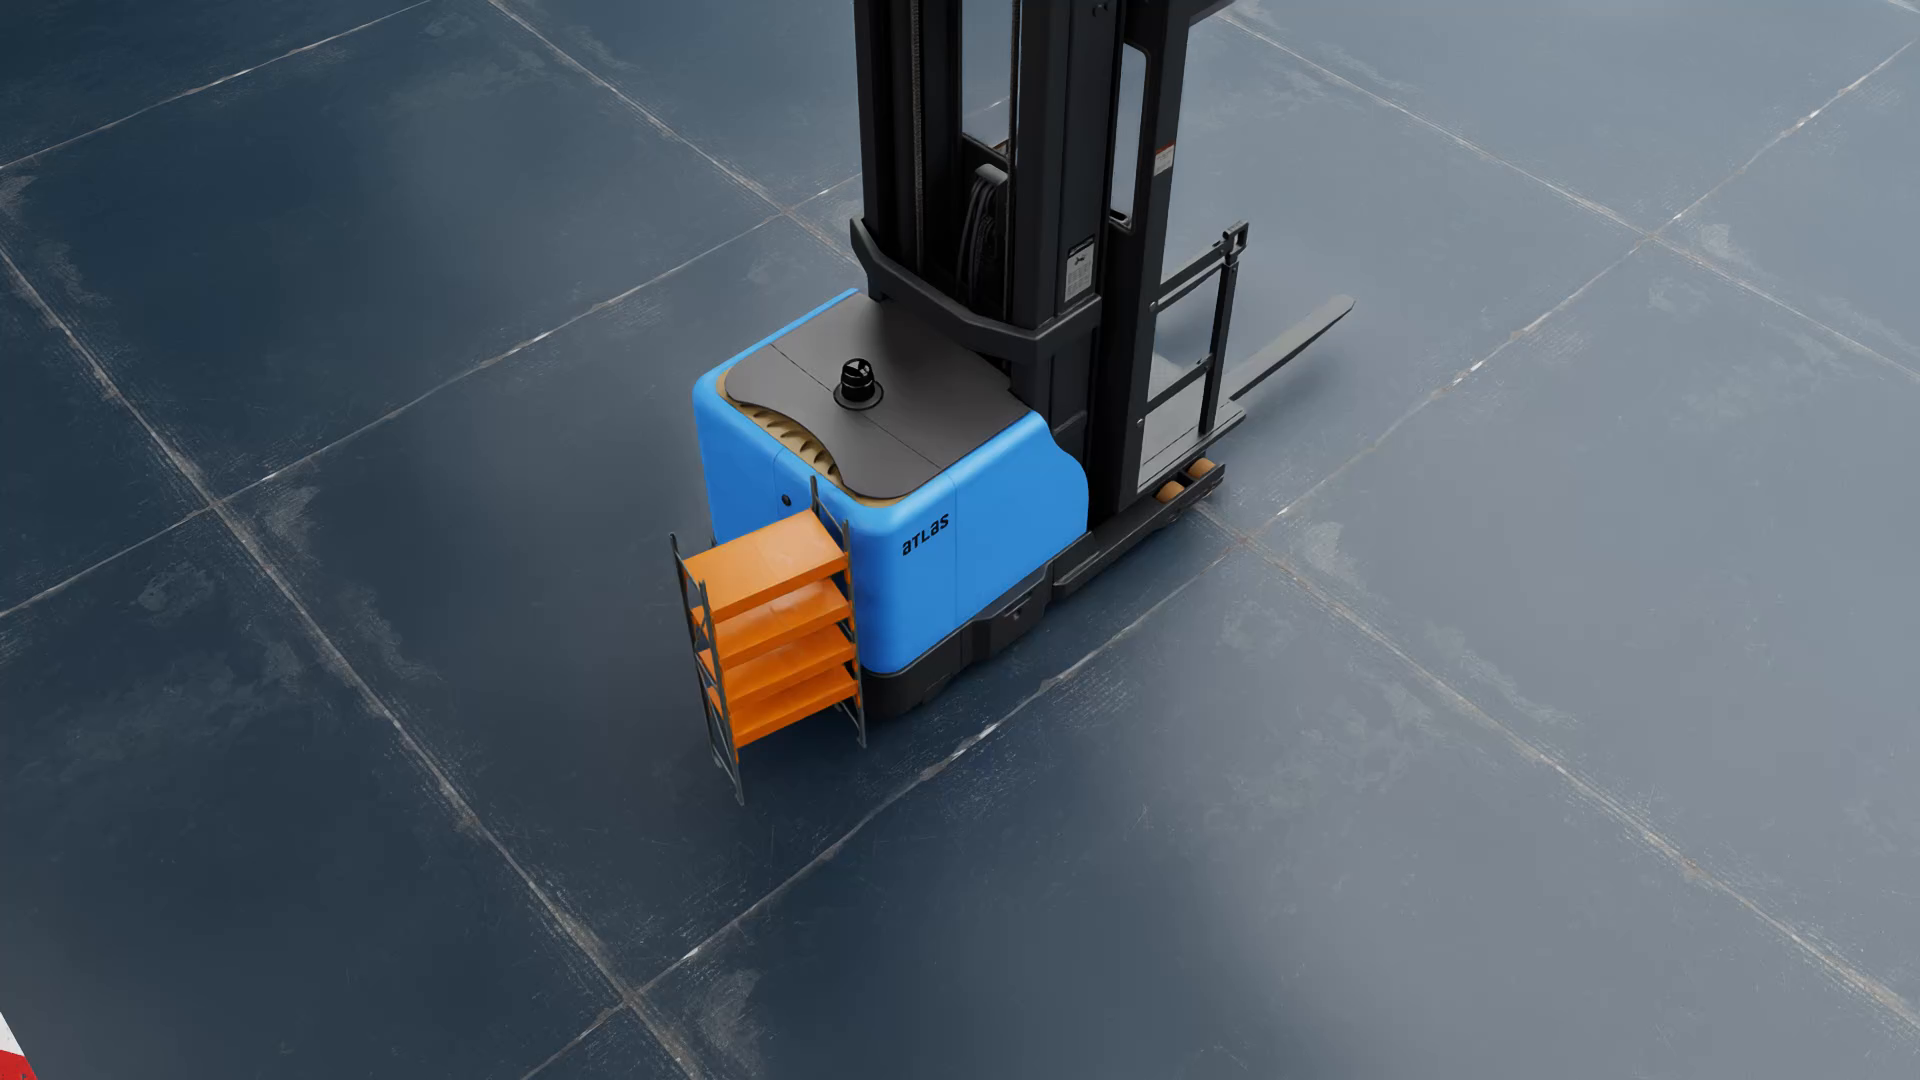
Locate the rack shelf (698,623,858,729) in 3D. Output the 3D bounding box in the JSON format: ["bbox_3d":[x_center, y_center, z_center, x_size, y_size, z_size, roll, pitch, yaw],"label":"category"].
[{"bbox_3d":[-0.620,0.412,5.643,0.480,0.148,0.258,-24,52,-20],"label":"rack shelf"}]

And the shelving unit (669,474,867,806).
[{"bbox_3d":[-0.620,0.367,5.593,0.503,1.200,0.258,-24,52,-20],"label":"shelving unit"}]

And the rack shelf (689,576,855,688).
[{"bbox_3d":[-0.621,0.261,5.478,0.480,0.148,0.258,-24,52,-20],"label":"rack shelf"}]

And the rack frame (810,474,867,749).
[{"bbox_3d":[-0.410,0.275,5.676,0.015,1.200,0.240,-24,52,-20],"label":"rack frame"}]

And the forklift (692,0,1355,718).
[{"bbox_3d":[0.452,-1.316,5.970,3.031,2.935,1.130,-36,57,-28],"label":"forklift"}]

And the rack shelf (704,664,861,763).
[{"bbox_3d":[-0.619,0.546,5.789,0.480,0.148,0.258,-24,52,-20],"label":"rack shelf"}]

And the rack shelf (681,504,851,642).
[{"bbox_3d":[-0.622,0.101,5.304,0.480,0.148,0.258,-24,52,-20],"label":"rack shelf"}]

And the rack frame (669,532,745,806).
[{"bbox_3d":[-0.831,0.458,5.511,0.015,1.200,0.240,-24,52,-20],"label":"rack frame"}]
